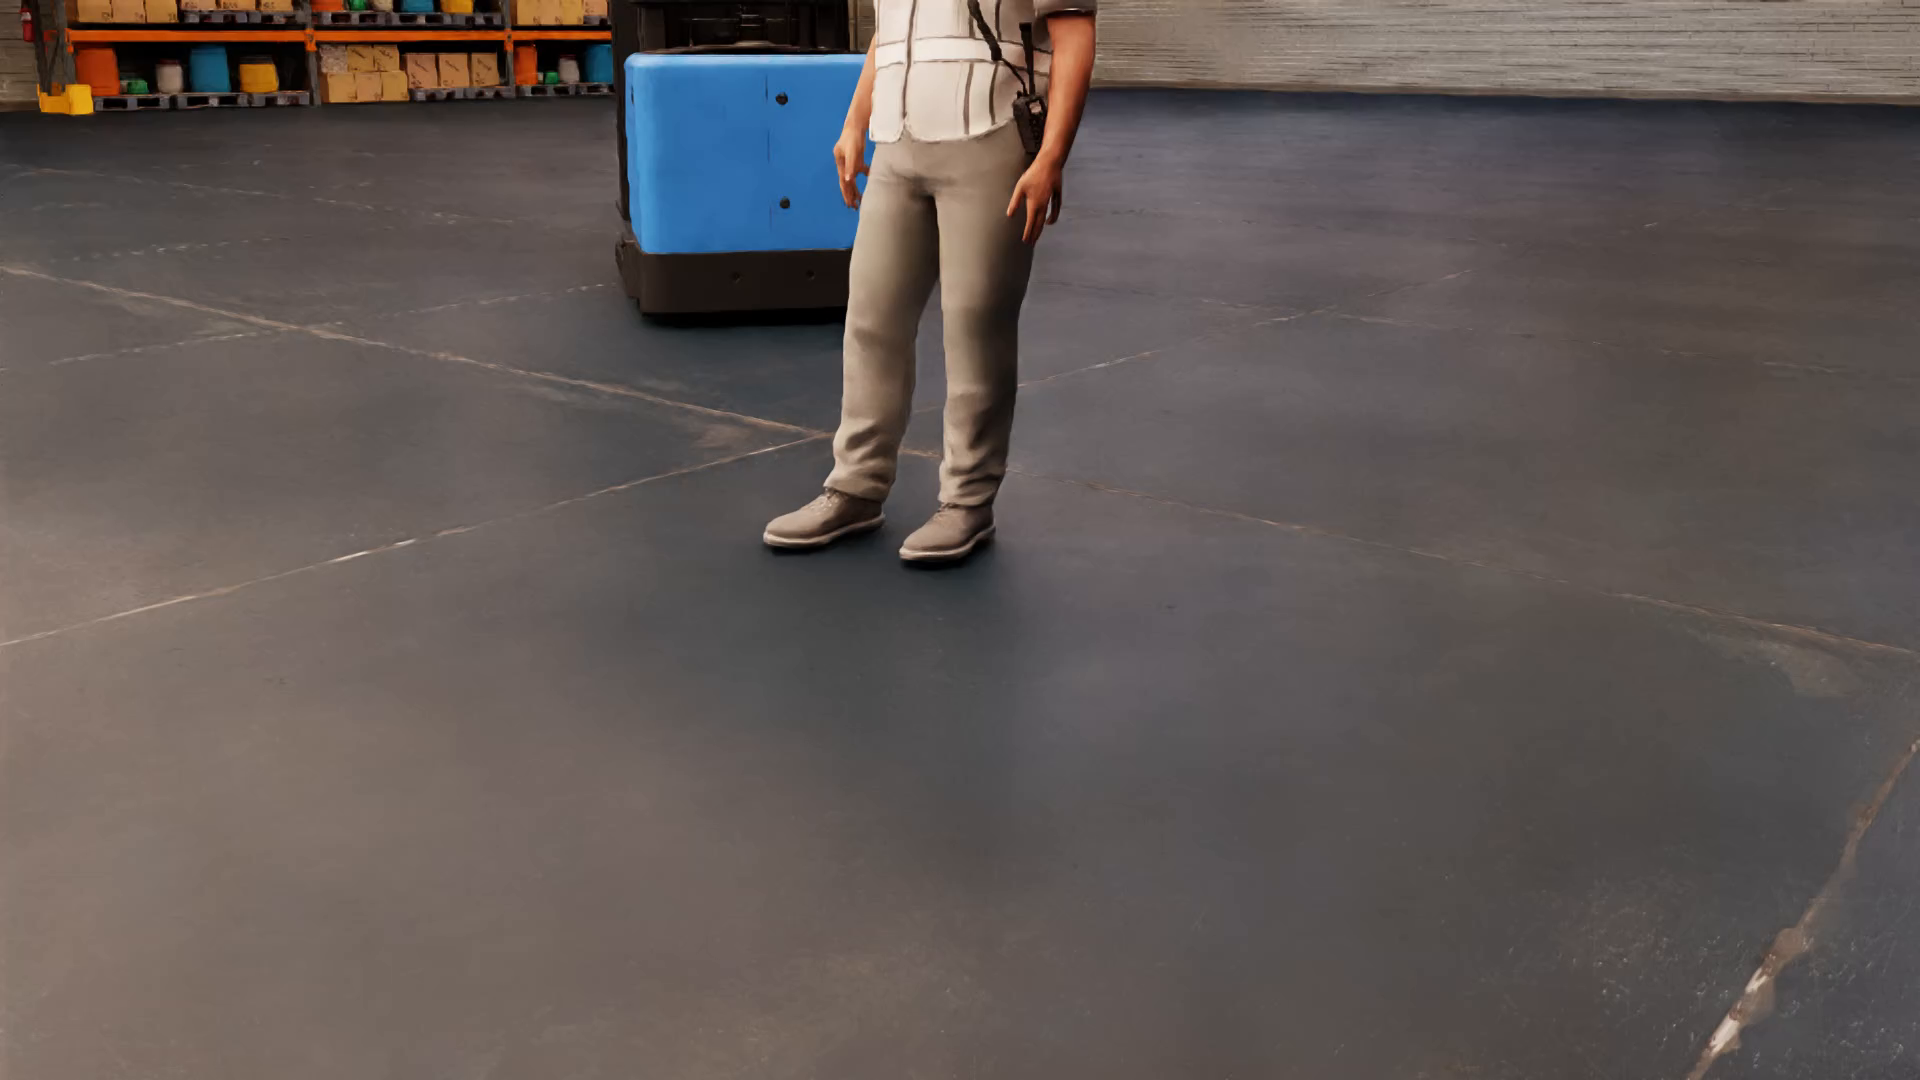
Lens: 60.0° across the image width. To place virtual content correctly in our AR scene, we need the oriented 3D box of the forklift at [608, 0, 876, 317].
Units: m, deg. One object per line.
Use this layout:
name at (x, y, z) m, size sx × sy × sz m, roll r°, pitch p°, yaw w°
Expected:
forklift at (-1.114, -2.705, 7.805) m, size 1.130 × 2.935 × 3.031 m, roll -4°, pitch 17°, yaw -13°

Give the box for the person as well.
person at (-0.059, -0.845, 3.630) m, size 0.640 × 1.781 × 0.574 m, roll 13°, pitch 21°, yaw 37°
